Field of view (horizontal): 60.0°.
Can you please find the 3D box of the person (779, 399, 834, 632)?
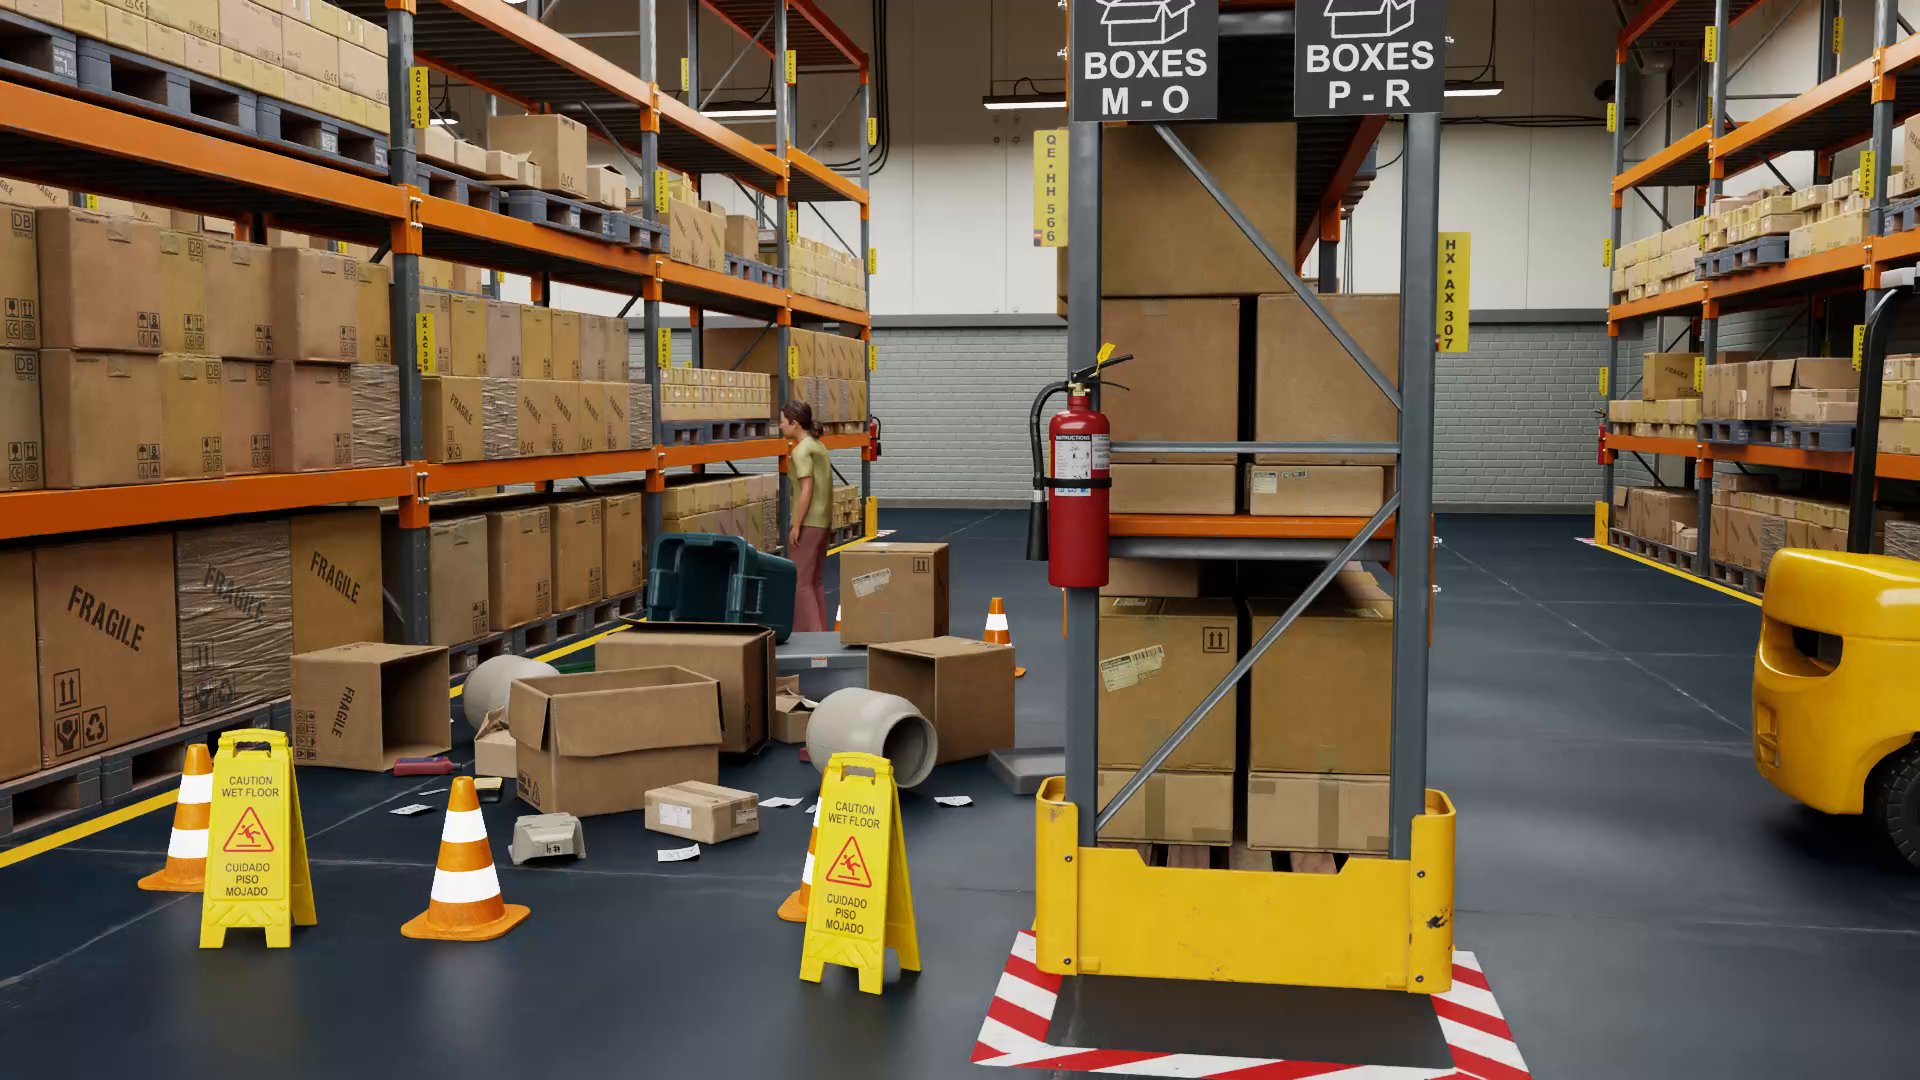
[{"bbox_3d":[-1.002,-0.071,10.749,0.360,1.673,0.499,1,5,9],"label":"person"}]
